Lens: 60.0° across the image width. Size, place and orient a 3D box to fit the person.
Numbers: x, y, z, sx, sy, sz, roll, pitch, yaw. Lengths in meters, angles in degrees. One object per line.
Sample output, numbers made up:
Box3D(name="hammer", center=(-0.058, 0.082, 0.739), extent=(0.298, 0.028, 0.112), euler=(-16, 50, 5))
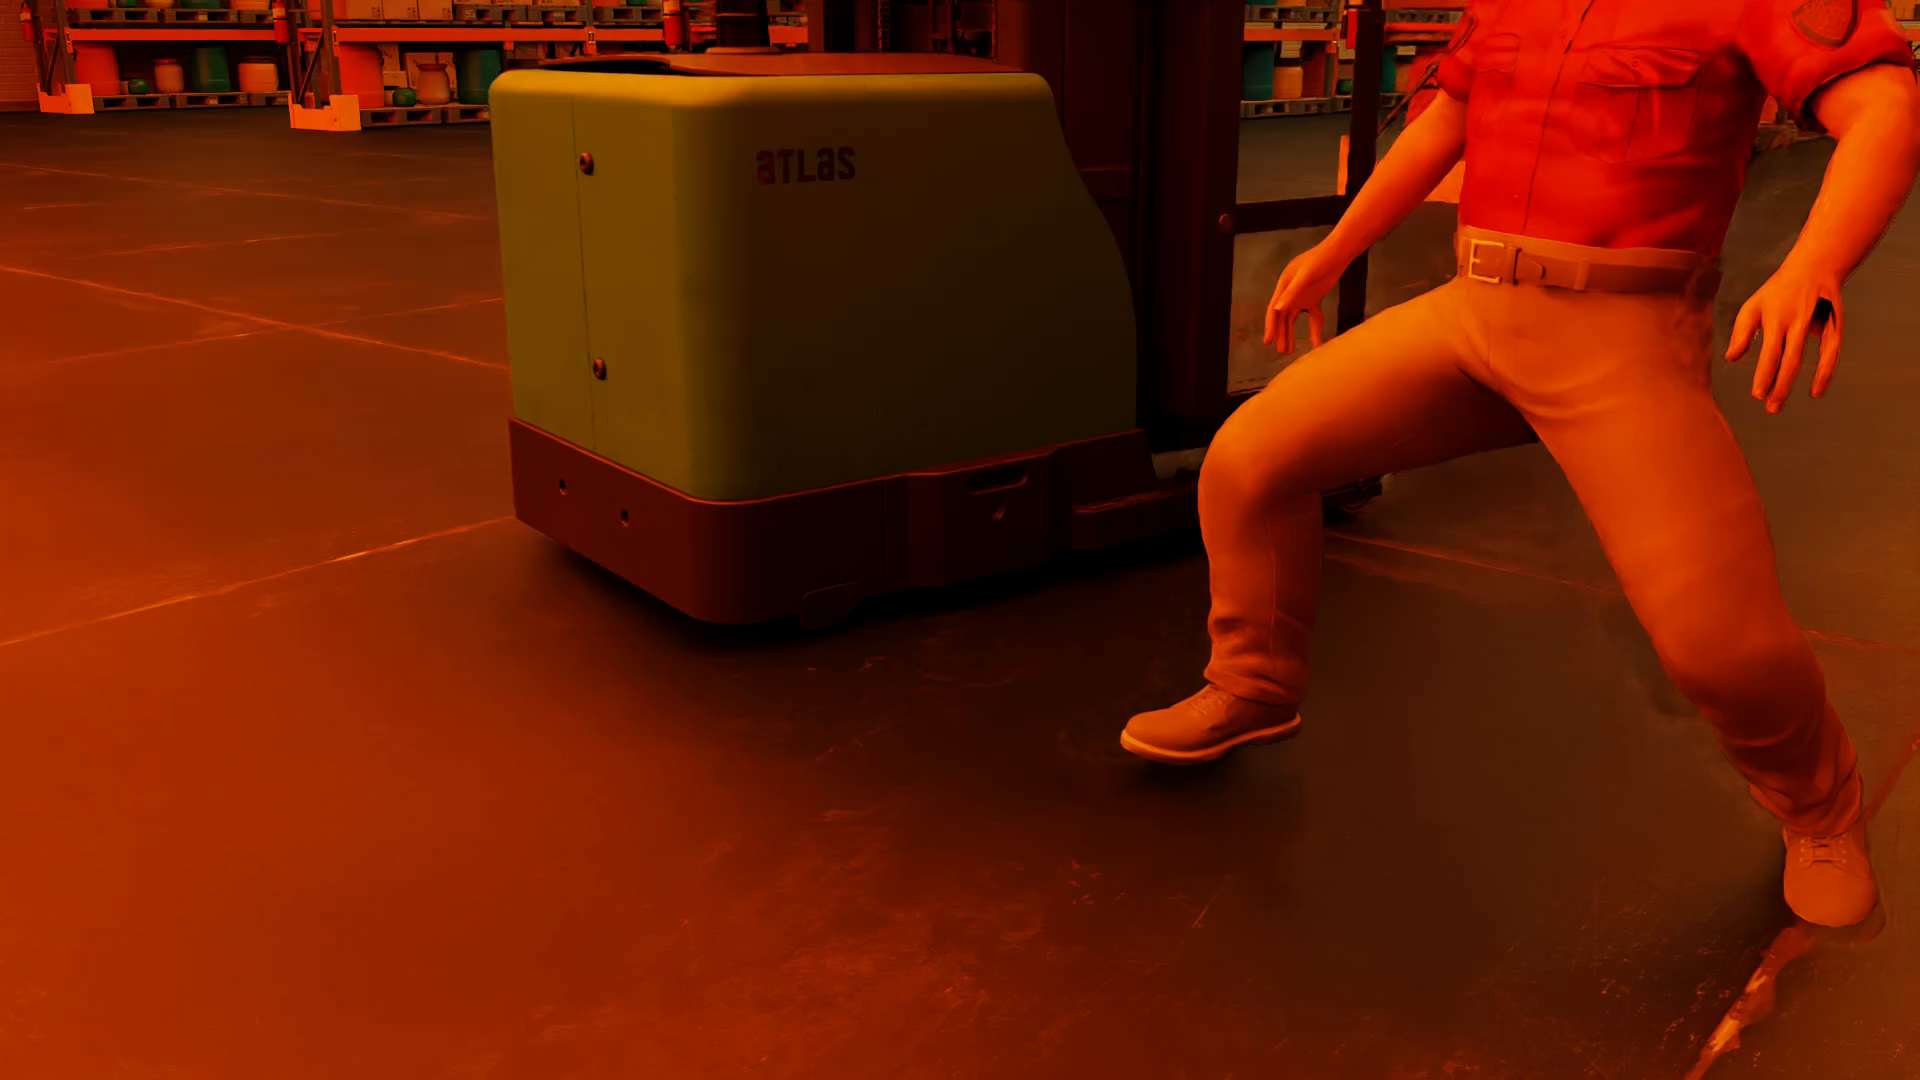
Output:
Box3D(name="person", center=(0.836, -0.286, 2.262), extent=(0.825, 1.601, 0.999), euler=(-10, 19, -29))

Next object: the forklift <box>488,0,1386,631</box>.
Box3D(name="forklift", center=(0.443, -1.546, 3.987), extent=(3.031, 2.935, 1.130), euler=(-12, 21, -35))
